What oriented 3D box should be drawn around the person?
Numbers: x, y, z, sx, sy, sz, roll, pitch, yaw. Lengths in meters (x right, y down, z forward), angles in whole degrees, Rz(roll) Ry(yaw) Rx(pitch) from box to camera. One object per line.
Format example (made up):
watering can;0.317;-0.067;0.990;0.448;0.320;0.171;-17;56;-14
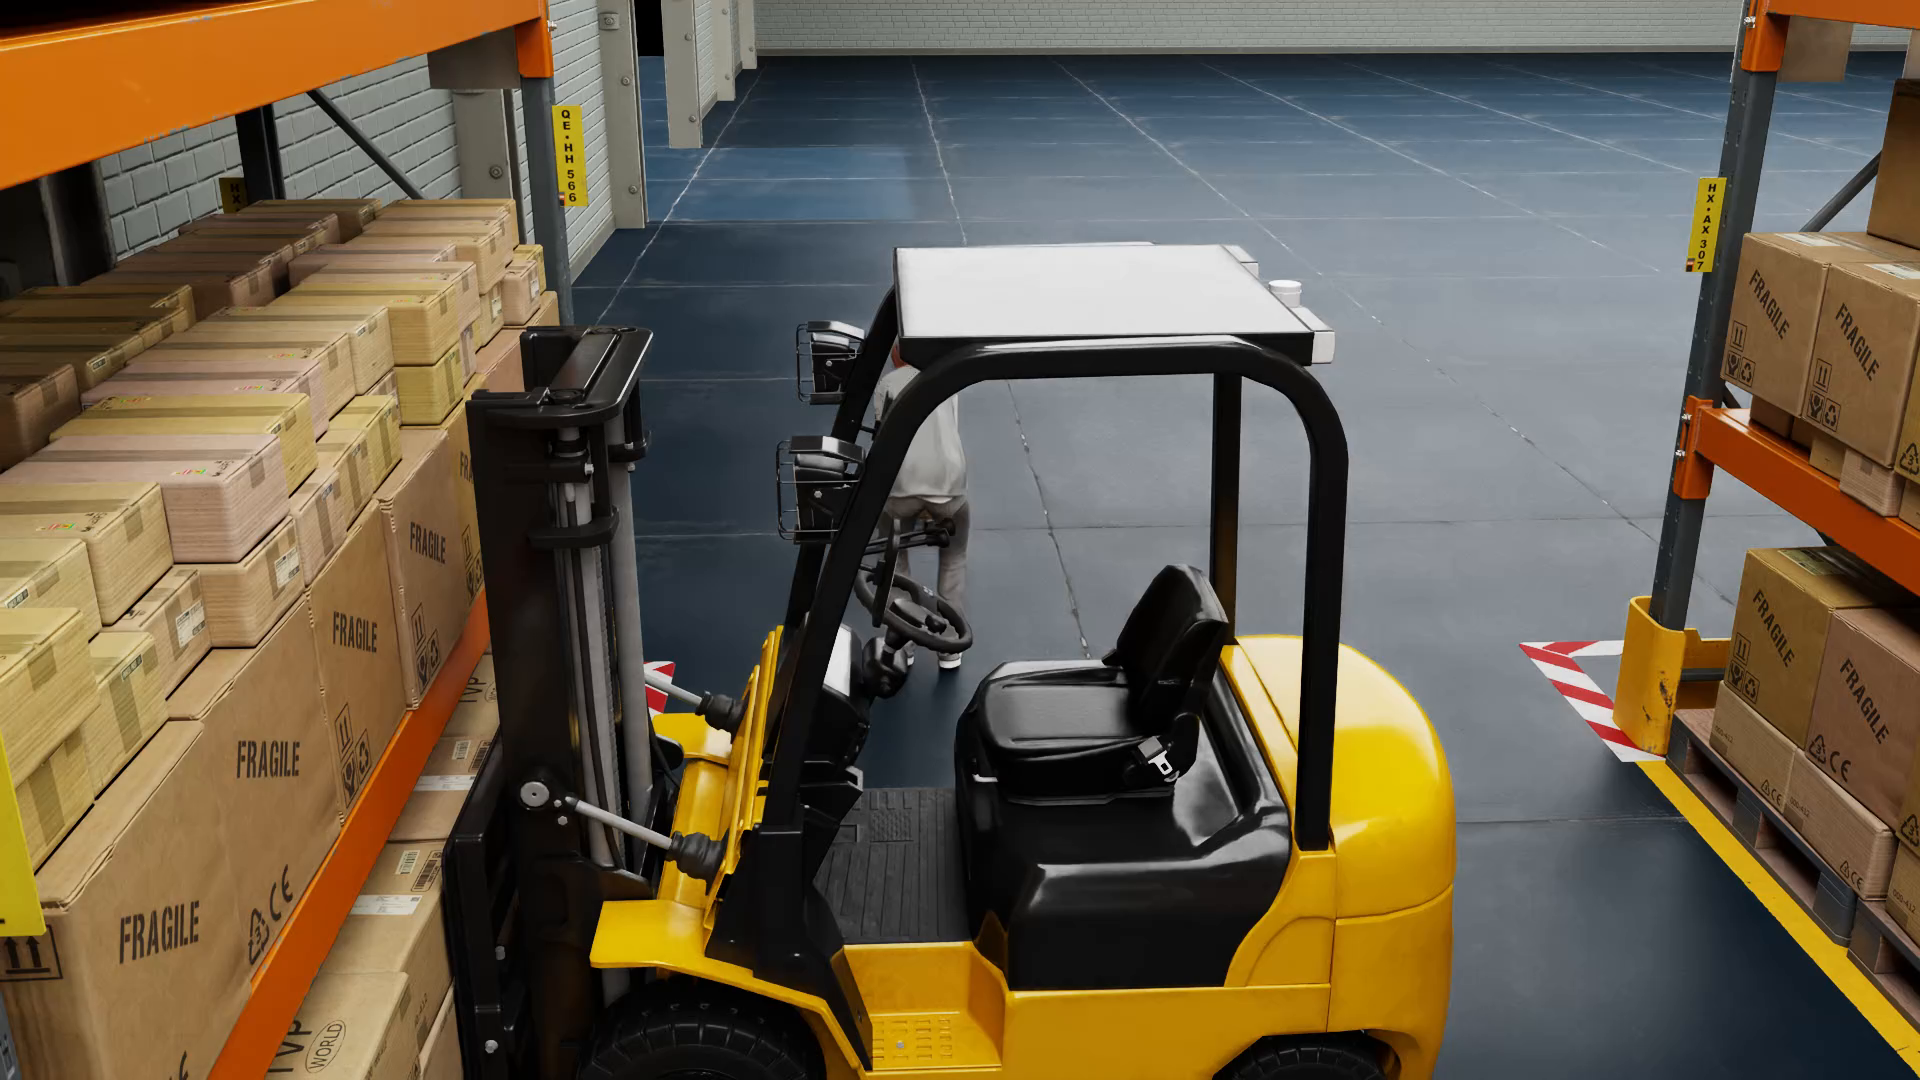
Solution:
person;-0.162;-0.169;6.922;0.382;1.332;0.757;-2;21;-4
